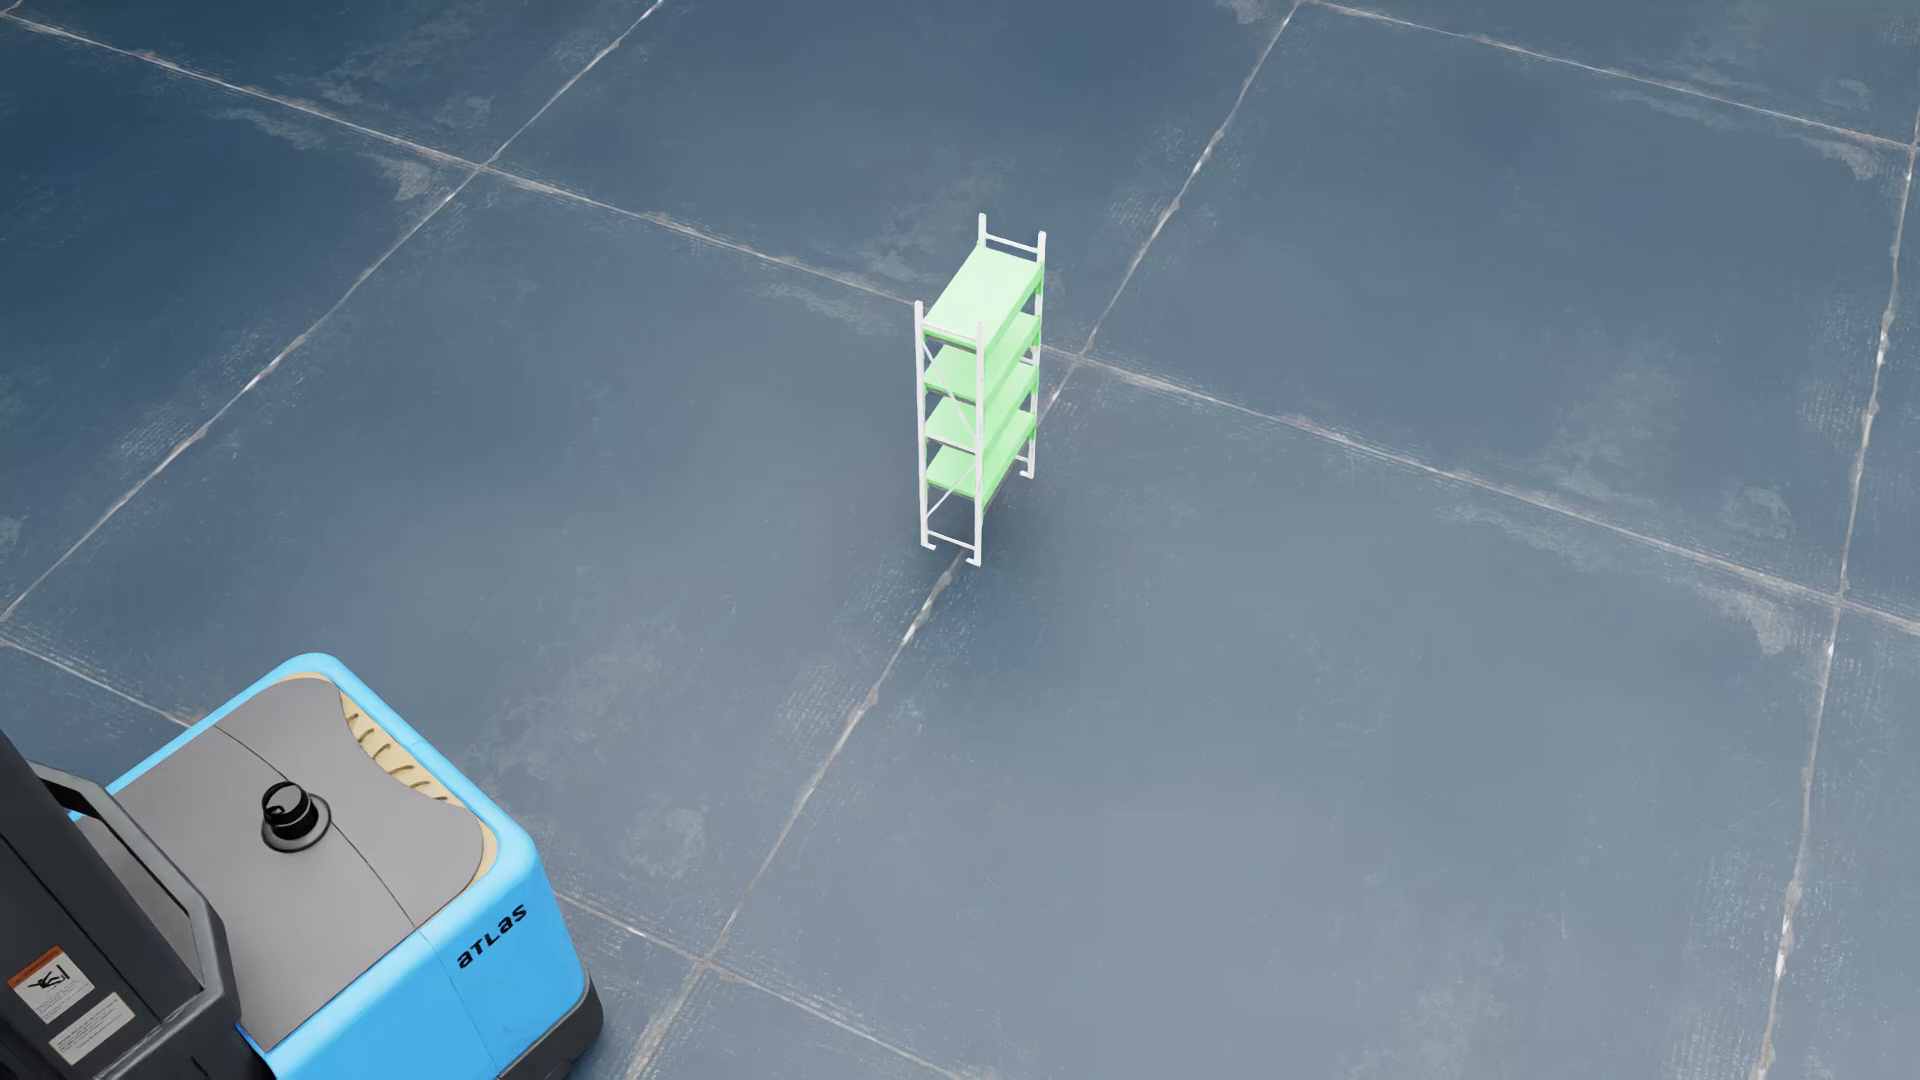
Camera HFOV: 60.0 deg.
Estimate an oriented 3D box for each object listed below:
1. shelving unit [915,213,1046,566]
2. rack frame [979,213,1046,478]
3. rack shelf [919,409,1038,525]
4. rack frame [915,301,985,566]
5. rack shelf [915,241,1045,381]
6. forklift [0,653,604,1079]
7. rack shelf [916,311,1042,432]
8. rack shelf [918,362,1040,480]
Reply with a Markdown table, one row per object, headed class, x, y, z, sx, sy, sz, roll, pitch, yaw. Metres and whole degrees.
| class | x | y | z | sx | sy | sz | roll | pitch | yaw |
| --- | --- | --- | --- | --- | --- | --- | --- | --- | --- |
| shelving unit | 0.071 | -0.503 | 5.890 | 0.258 | 1.200 | 0.503 | 20 | 52 | 16 |
| rack frame | 0.175 | -0.671 | 6.033 | 0.240 | 1.200 | 0.015 | 20 | 52 | 16 |
| rack shelf | 0.071 | -0.306 | 6.121 | 0.258 | 0.148 | 0.480 | 20 | 52 | 16 |
| rack frame | -0.034 | -0.335 | 5.747 | 0.240 | 1.200 | 0.015 | 20 | 52 | 16 |
| rack shelf | 0.071 | -0.772 | 5.573 | 0.258 | 0.148 | 0.480 | 20 | 52 | 16 |
| forklift | -2.415 | 1.115 | 3.377 | 1.130 | 2.935 | 3.031 | 34 | 58 | 26 |
| rack shelf | 0.071 | -0.617 | 5.756 | 0.258 | 0.148 | 0.480 | 20 | 52 | 16 |
| rack shelf | 0.071 | -0.461 | 5.939 | 0.258 | 0.148 | 0.480 | 20 | 52 | 16 |
